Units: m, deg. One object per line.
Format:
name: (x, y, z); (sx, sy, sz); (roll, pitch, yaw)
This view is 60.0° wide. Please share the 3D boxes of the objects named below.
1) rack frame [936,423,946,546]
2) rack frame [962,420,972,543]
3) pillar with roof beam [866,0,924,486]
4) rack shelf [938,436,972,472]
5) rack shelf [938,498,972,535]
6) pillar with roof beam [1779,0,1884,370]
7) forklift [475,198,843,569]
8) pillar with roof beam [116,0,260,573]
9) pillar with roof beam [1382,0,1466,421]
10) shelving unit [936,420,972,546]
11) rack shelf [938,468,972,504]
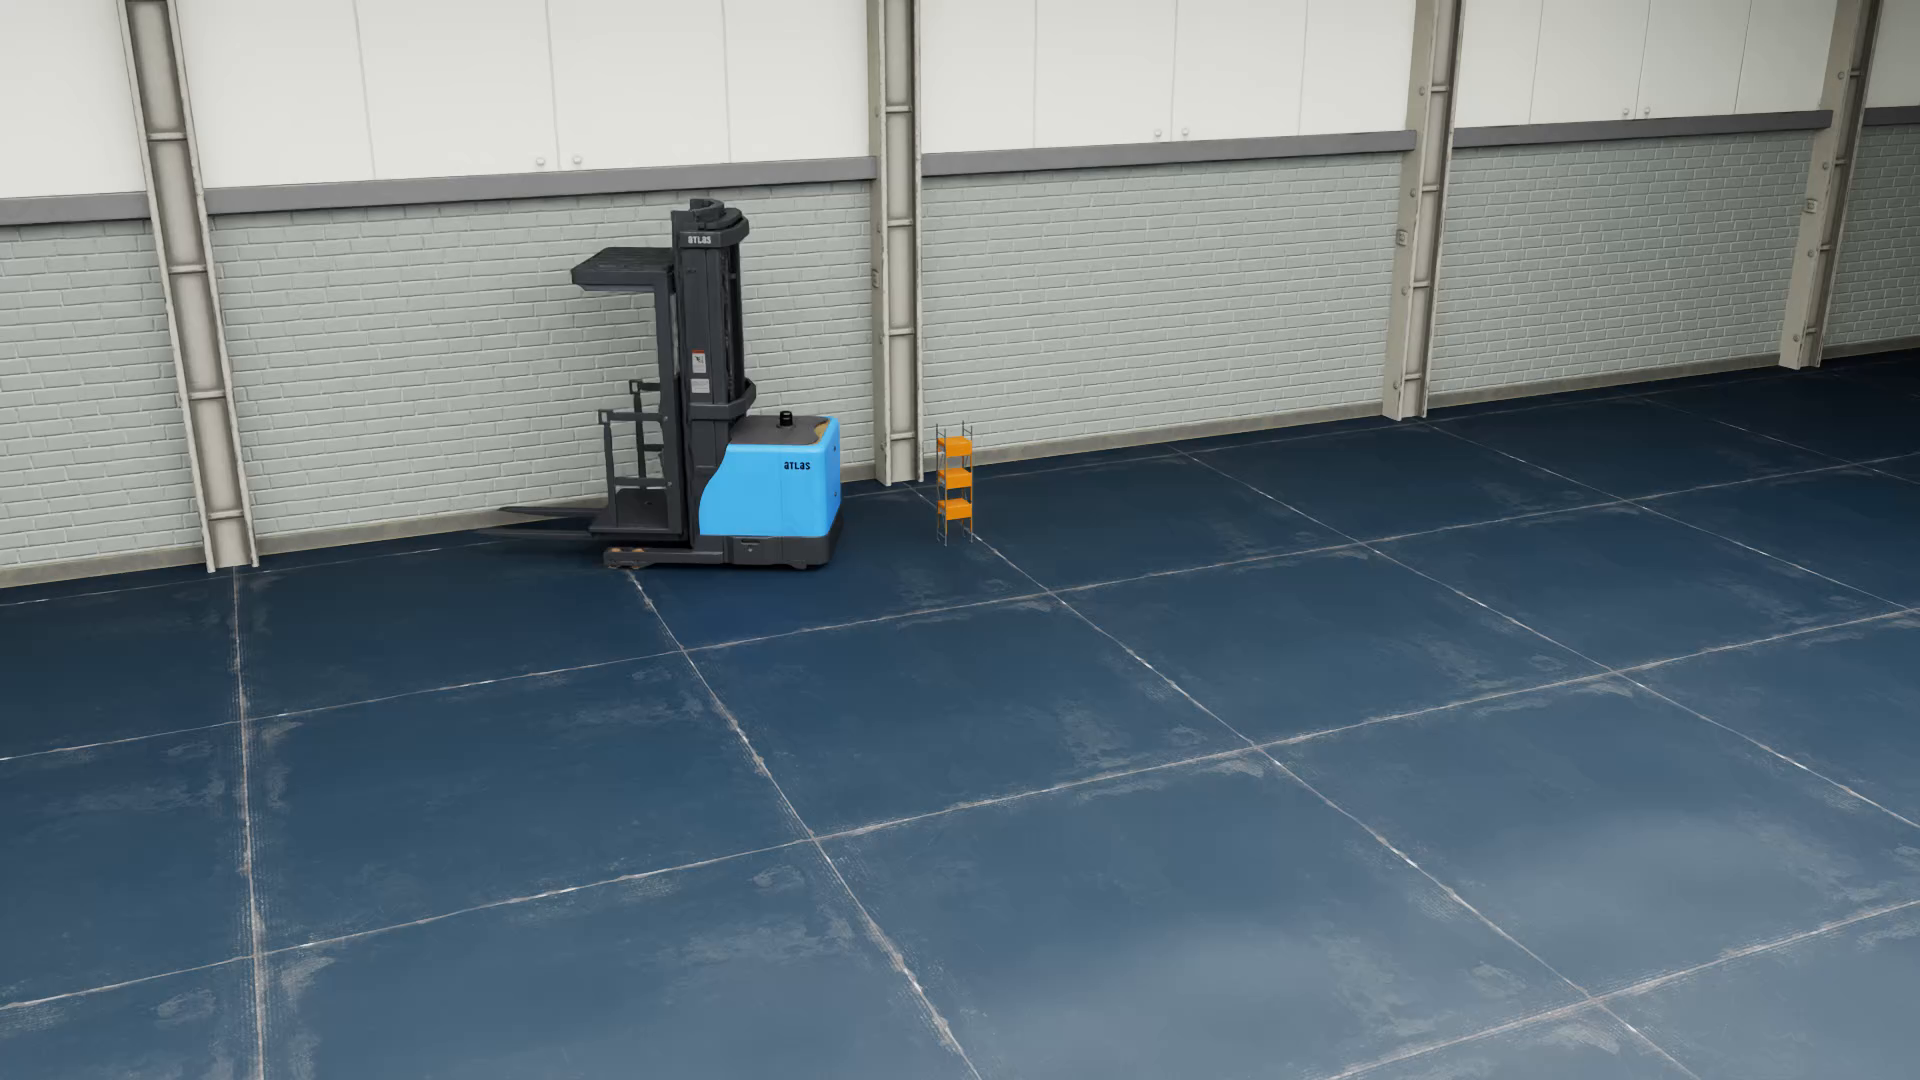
rack frame: (-0.161, -0.472, 14.282); (0.008, 1.050, 0.200); (-8, 21, -22)
rack frame: (0.063, -0.504, 14.373); (0.008, 1.050, 0.200); (-8, 21, -22)
pillar with roof beam: (1.113, -3.524, 10.980); (0.400, 9.000, 9.100); (-8, 21, -22)
rack shelf: (-0.049, -0.746, 14.237); (0.240, 0.259, 0.215); (-8, 21, -22)
rack shelf: (-0.049, -0.216, 14.423); (0.240, 0.259, 0.215); (-8, 21, -22)
pillar with roof beam: (12.132, -5.102, 15.464); (0.400, 9.000, 9.100); (-8, 21, -22)
forklift: (-2.565, -1.314, 13.840); (3.031, 2.935, 1.130); (1, 19, 4)
pillar with roof beam: (-4.396, -2.734, 8.739); (0.400, 9.000, 9.100); (-8, 21, -22)
pillar with roof beam: (6.622, -4.313, 13.222); (0.400, 9.000, 9.100); (-8, 21, -22)
shelving unit: (-0.049, -0.488, 14.328); (0.252, 1.050, 0.215); (-8, 21, -22)
rack shelf: (-0.049, -0.478, 14.331); (0.240, 0.259, 0.215); (-8, 21, -22)
